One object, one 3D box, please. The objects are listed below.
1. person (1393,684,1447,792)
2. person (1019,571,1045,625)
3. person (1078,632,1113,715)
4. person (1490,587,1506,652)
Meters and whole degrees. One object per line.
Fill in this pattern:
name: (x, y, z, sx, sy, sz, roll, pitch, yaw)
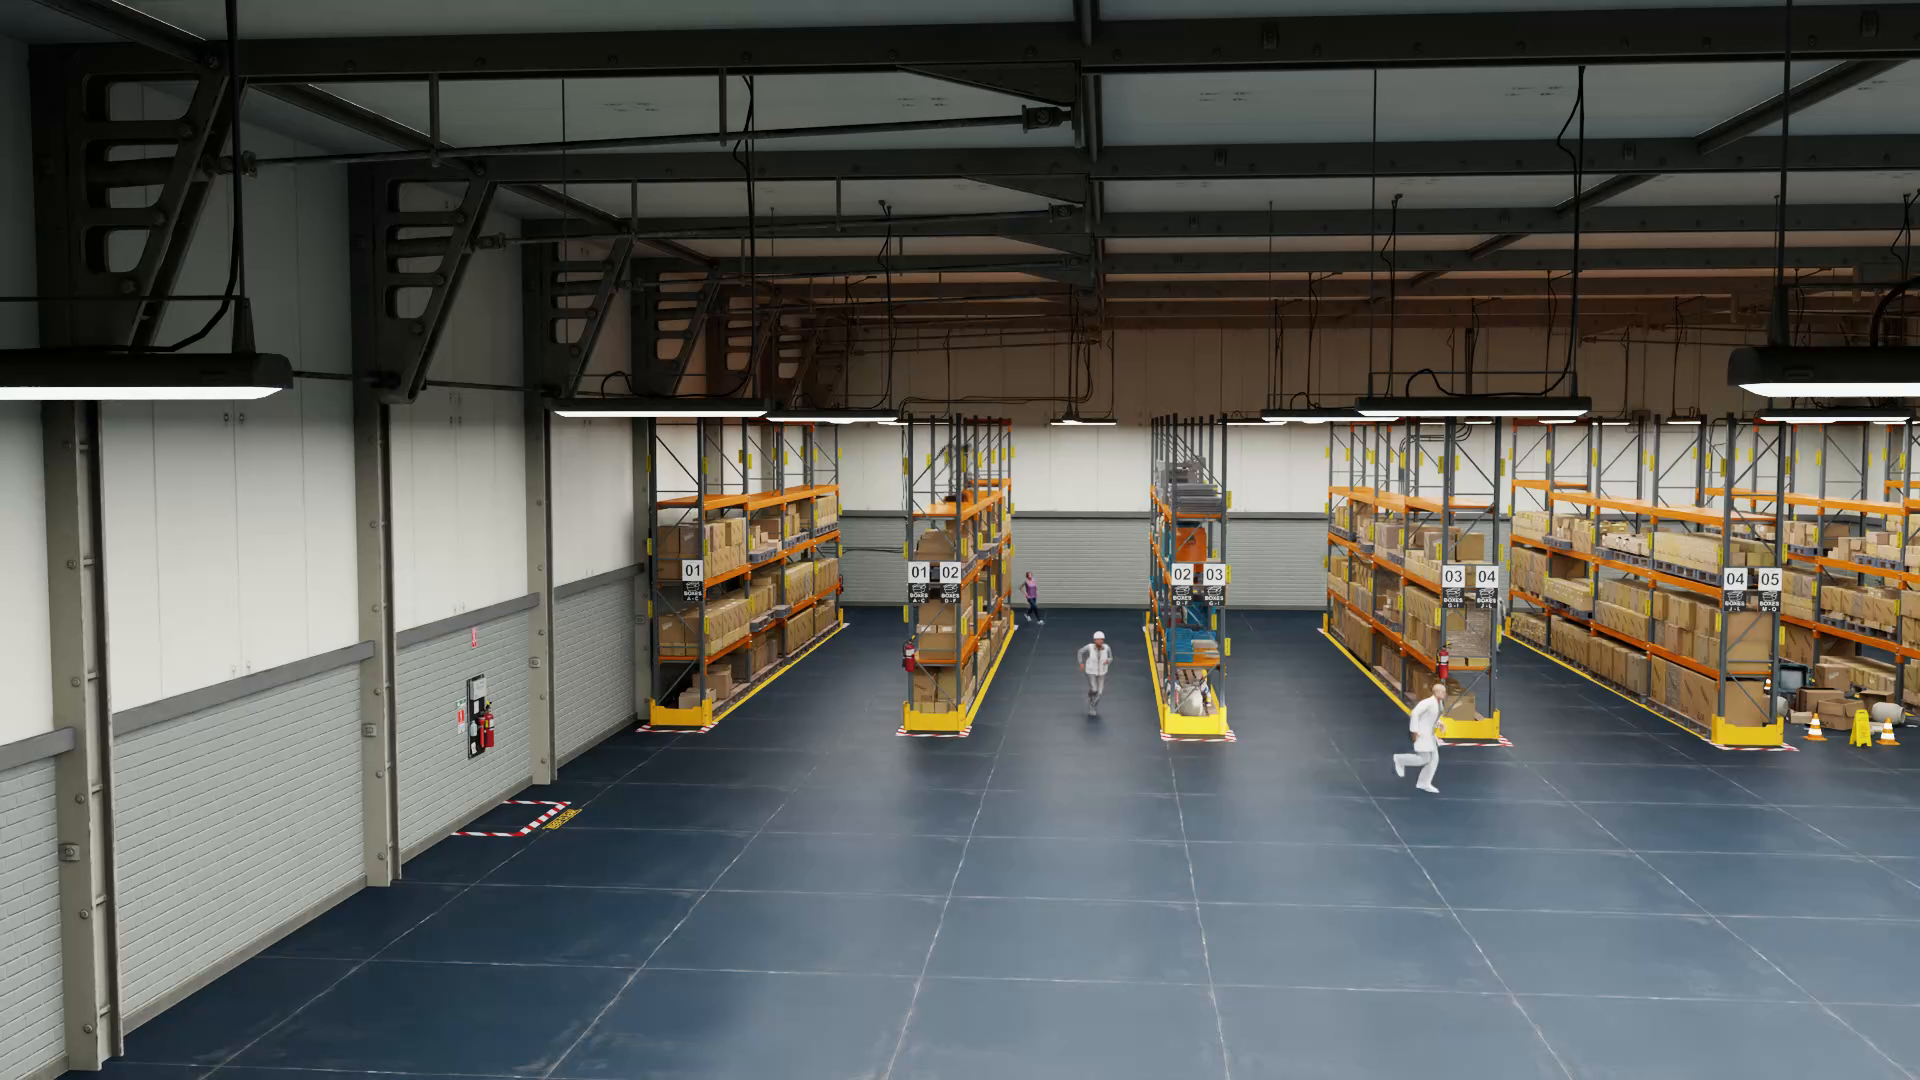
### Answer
person: (7.303, 3.114, 26.387, 0.837, 1.721, 0.709, 3, 5, 34)
person: (2.025, 1.682, 48.461, 0.573, 1.564, 0.846, -3, 5, -40)
person: (2.710, 2.654, 33.036, 0.645, 1.699, 0.738, -1, 4, -14)
person: (13.711, 2.018, 42.721, 0.563, 1.654, 0.724, 0, 4, 1)
